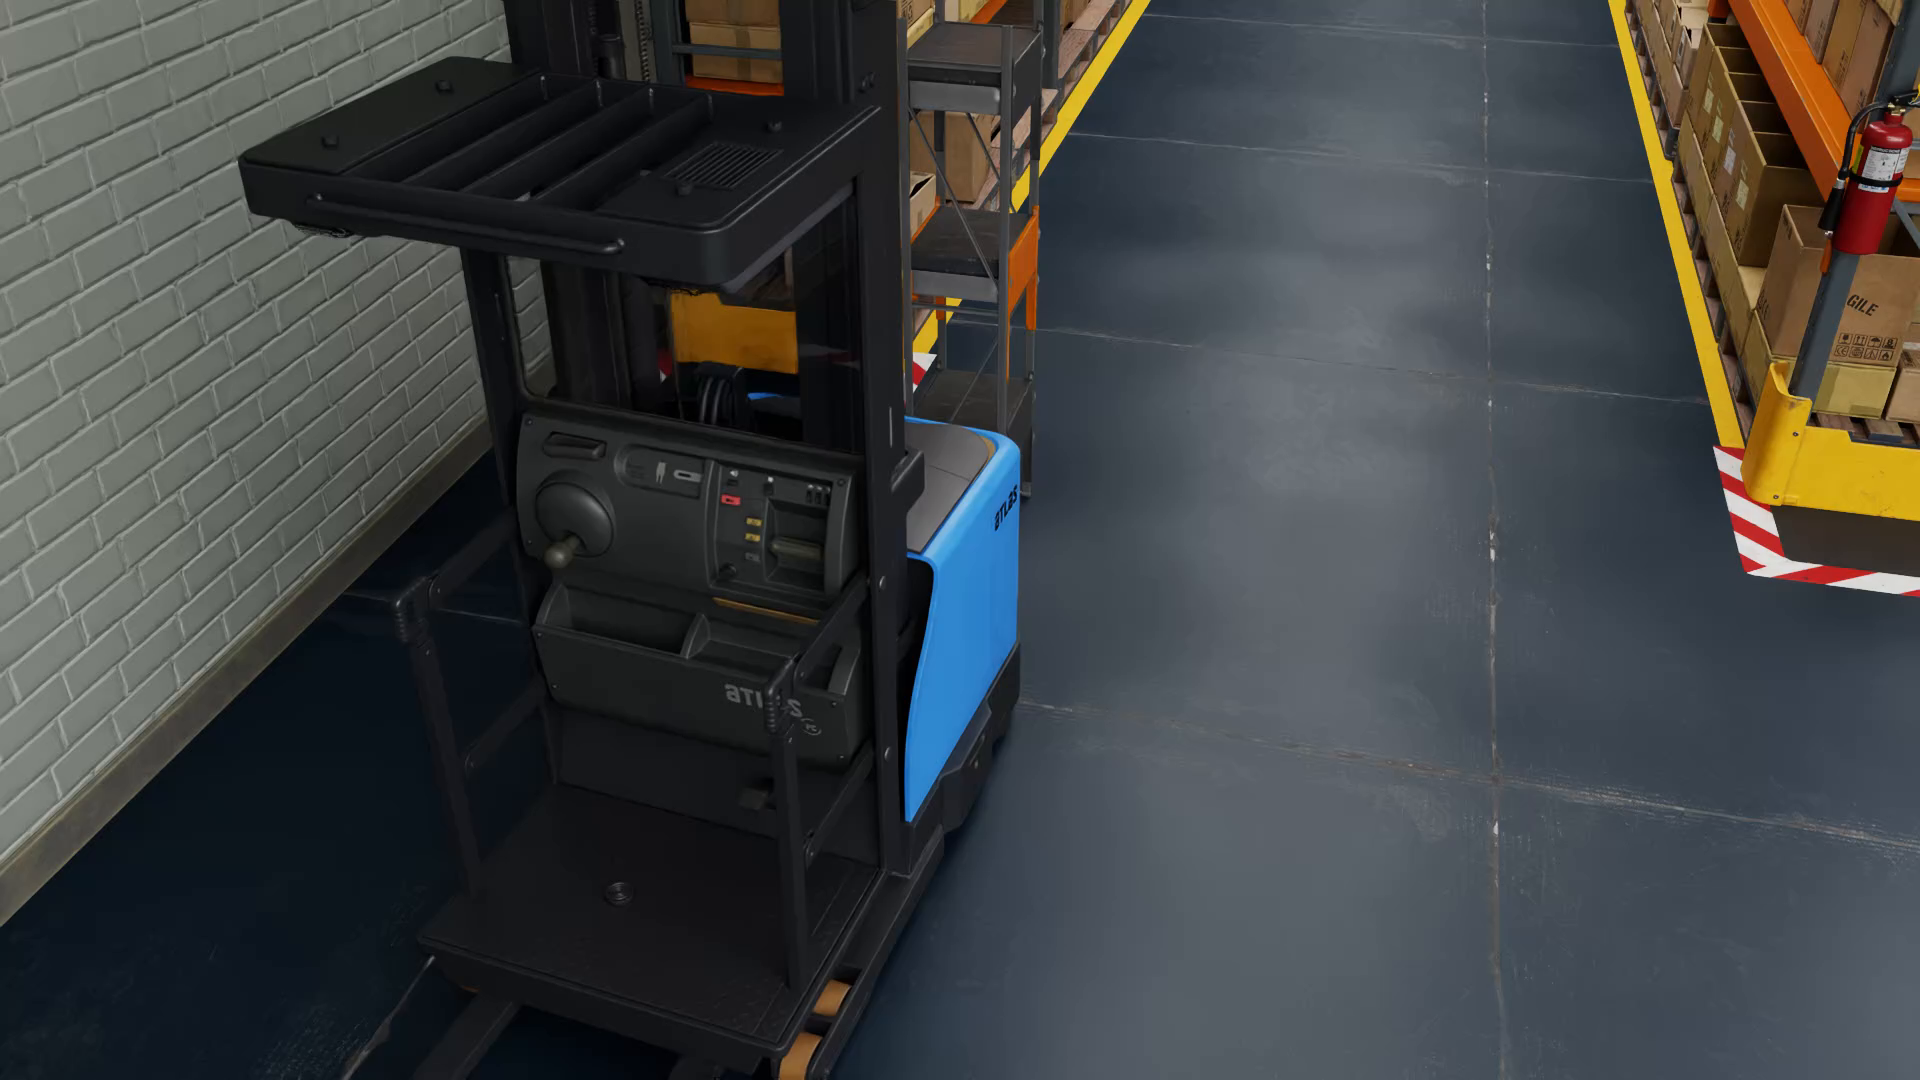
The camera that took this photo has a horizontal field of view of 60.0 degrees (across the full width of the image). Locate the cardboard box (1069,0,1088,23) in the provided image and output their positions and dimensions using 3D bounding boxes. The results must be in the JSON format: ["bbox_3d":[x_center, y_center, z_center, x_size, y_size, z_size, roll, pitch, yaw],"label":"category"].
[{"bbox_3d":[0.582,-4.246,12.553,0.700,0.500,0.500,8,33,13],"label":"cardboard box"}]

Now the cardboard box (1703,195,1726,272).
[{"bbox_3d":[4.157,-1.564,8.586,0.500,0.250,0.500,8,33,12],"label":"cardboard box"}]

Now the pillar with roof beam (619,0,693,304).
[{"bbox_3d":[2.650,-4.548,5.516,9.100,9.000,0.400,8,33,12],"label":"pillar with roof beam"}]

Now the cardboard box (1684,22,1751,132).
[{"bbox_3d":[4.532,-2.660,9.610,0.500,0.500,0.500,8,33,12],"label":"cardboard box"}]

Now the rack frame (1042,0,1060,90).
[{"bbox_3d":[0.160,-4.197,10.556,1.000,3.000,0.127,8,33,12],"label":"rack frame"}]

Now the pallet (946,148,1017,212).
[{"bbox_3d":[-0.284,-2.032,9.749,1.003,0.211,1.213,8,33,12],"label":"pallet"}]

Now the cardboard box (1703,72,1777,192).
[{"bbox_3d":[4.279,-2.141,8.794,0.500,0.500,0.500,8,33,12],"label":"cardboard box"}]

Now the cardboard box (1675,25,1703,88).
[{"bbox_3d":[4.778,-3.027,10.364,0.500,0.311,0.500,8,33,12],"label":"cardboard box"}]

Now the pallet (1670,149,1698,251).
[{"bbox_3d":[4.710,-1.941,9.606,1.003,0.211,1.213,8,33,12],"label":"pallet"}]

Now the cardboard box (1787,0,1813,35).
[{"bbox_3d":[4.588,-2.801,8.267,0.700,0.500,0.500,9,33,13],"label":"cardboard box"}]

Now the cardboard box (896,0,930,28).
[{"bbox_3d":[-0.443,-2.589,7.449,0.500,0.500,0.500,8,33,12],"label":"cardboard box"}]

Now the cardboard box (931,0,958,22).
[{"bbox_3d":[-0.306,-2.548,8.083,0.500,0.250,0.500,7,33,11],"label":"cardboard box"}]

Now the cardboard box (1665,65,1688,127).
[{"bbox_3d":[4.778,-2.796,10.523,0.500,0.250,0.500,8,33,12],"label":"cardboard box"}]

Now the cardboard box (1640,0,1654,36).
[{"bbox_3d":[5.298,-3.853,12.187,0.500,0.250,0.500,7,33,11],"label":"cardboard box"}]

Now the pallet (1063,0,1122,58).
[{"bbox_3d":[0.664,-4.059,12.939,1.003,0.211,1.213,8,33,12],"label":"pallet"}]

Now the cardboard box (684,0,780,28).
[{"bbox_3d":[-0.941,-2.656,7.554,0.500,0.500,0.500,8,33,12],"label":"cardboard box"}]

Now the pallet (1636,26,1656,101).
[{"bbox_3d":[5.410,-3.370,11.855,1.003,0.211,1.213,8,33,12],"label":"pallet"}]

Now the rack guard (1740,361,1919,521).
[{"bbox_3d":[3.932,-0.381,6.884,1.175,0.500,0.348,8,33,12],"label":"rack guard"}]

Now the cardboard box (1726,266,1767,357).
[{"bbox_3d":[3.903,-1.045,7.769,0.500,0.250,0.500,8,33,12],"label":"cardboard box"}]

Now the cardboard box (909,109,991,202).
[{"bbox_3d":[-0.213,-2.268,9.442,0.700,0.500,0.500,6,33,9],"label":"cardboard box"}]

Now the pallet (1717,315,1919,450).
[{"bbox_3d":[4.091,-0.674,7.614,1.003,0.211,1.213,8,33,12],"label":"pallet"}]

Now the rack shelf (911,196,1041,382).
[{"bbox_3d":[0.042,-0.960,6.329,0.431,0.518,0.480,8,33,12],"label":"rack shelf"}]

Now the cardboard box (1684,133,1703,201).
[{"bbox_3d":[4.410,-2.083,9.402,0.500,0.250,0.500,8,33,12],"label":"cardboard box"}]

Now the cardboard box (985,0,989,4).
[{"bbox_3d":[-0.040,-3.073,8.909,0.500,0.250,0.500,8,33,13],"label":"cardboard box"}]

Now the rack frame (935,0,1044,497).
[{"bbox_3d":[0.104,-1.099,6.521,0.400,2.100,0.015,8,33,12],"label":"rack frame"}]

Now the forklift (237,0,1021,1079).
[{"bbox_3d":[-0.782,-0.014,4.040,1.130,2.935,3.031,11,34,17],"label":"forklift"}]

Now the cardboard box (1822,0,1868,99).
[{"bbox_3d":[4.329,-2.261,7.418,0.700,0.500,0.500,8,33,13],"label":"cardboard box"}]

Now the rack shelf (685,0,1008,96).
[{"bbox_3d":[-0.347,-2.855,9.116,1.077,0.370,4.000,8,33,12],"label":"rack shelf"}]

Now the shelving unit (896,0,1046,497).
[{"bbox_3d":[0.042,-0.972,6.322,0.431,2.100,0.503,8,33,12],"label":"shelving unit"}]

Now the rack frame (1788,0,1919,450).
[{"bbox_3d":[3.938,-1.449,6.233,1.000,3.000,0.127,8,33,12],"label":"rack frame"}]

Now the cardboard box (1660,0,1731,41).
[{"bbox_3d":[5.033,-3.556,11.197,0.500,0.311,0.500,8,33,12],"label":"cardboard box"}]

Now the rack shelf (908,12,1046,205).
[{"bbox_3d":[0.042,-1.551,5.954,0.431,0.518,0.480,8,33,12],"label":"rack shelf"}]

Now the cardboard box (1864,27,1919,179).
[{"bbox_3d":[4.068,-1.731,6.584,0.700,0.500,0.500,8,33,12],"label":"cardboard box"}]

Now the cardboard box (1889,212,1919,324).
[{"bbox_3d":[4.414,-1.290,7.455,0.500,0.500,0.500,8,33,12],"label":"cardboard box"}]

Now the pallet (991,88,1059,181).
[{"bbox_3d":[0.024,-2.667,10.748,1.003,0.211,1.213,8,33,12],"label":"pallet"}]

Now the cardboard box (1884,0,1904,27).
[{"bbox_3d":[3.915,-2.125,6.598,0.380,0.149,0.250,9,34,14],"label":"cardboard box"}]

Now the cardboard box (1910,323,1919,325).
[{"bbox_3d":[4.412,-0.973,7.657,0.500,0.250,0.500,8,33,12],"label":"cardboard box"}]

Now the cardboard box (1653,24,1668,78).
[{"bbox_3d":[5.037,-3.324,11.354,0.500,0.250,0.500,9,33,13],"label":"cardboard box"}]

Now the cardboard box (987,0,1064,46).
[{"bbox_3d":[0.331,-3.712,11.713,0.700,0.500,0.500,9,34,14],"label":"cardboard box"}]

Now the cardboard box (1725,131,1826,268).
[{"bbox_3d":[4.025,-1.622,7.977,0.500,0.500,0.500,8,33,12],"label":"cardboard box"}]

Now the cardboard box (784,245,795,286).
[{"bbox_3d":[-0.592,-1.519,8.439,0.500,0.311,0.500,4,33,7],"label":"cardboard box"}]
